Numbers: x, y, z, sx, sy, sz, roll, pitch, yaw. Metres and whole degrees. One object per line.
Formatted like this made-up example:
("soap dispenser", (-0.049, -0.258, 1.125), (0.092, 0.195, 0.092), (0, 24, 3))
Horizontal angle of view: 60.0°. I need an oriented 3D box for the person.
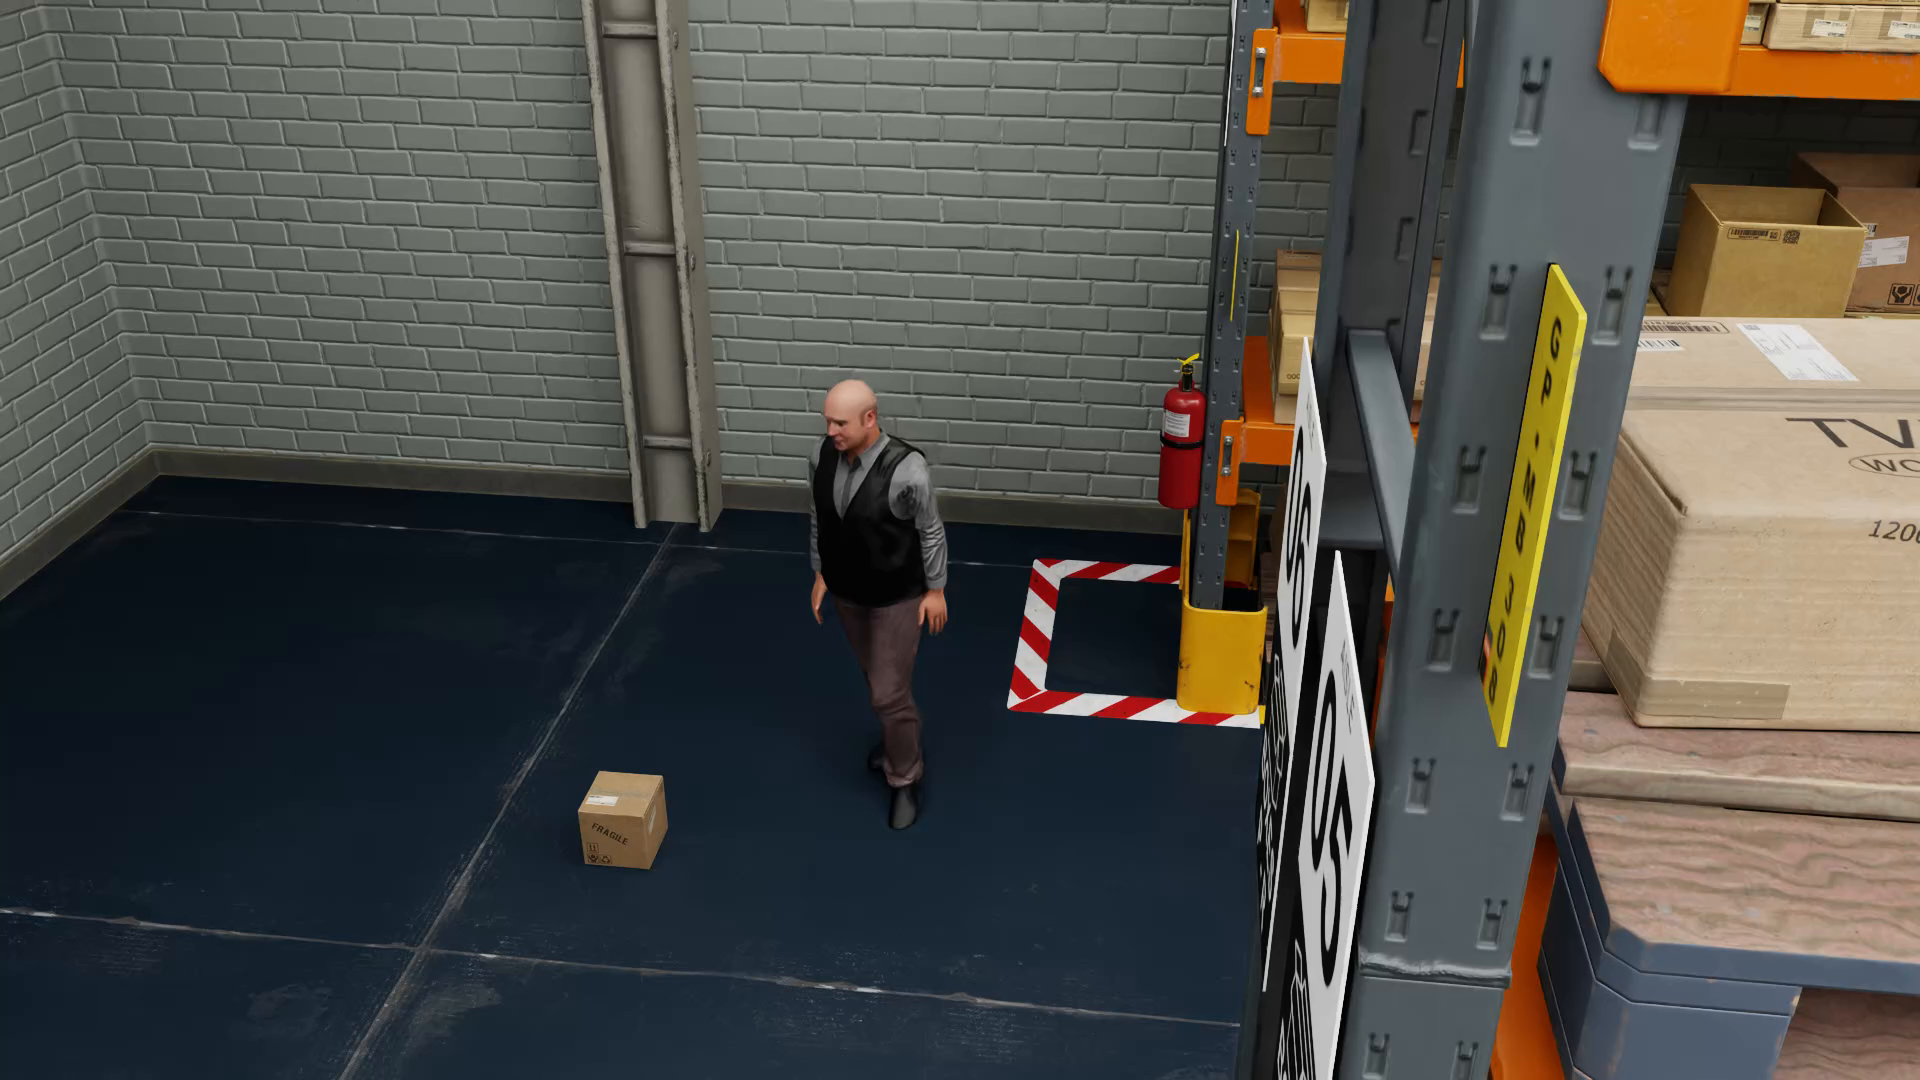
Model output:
("person", (-0.293, 0.197, 6.304), (0.576, 1.758, 0.524), (20, 34, 32))
